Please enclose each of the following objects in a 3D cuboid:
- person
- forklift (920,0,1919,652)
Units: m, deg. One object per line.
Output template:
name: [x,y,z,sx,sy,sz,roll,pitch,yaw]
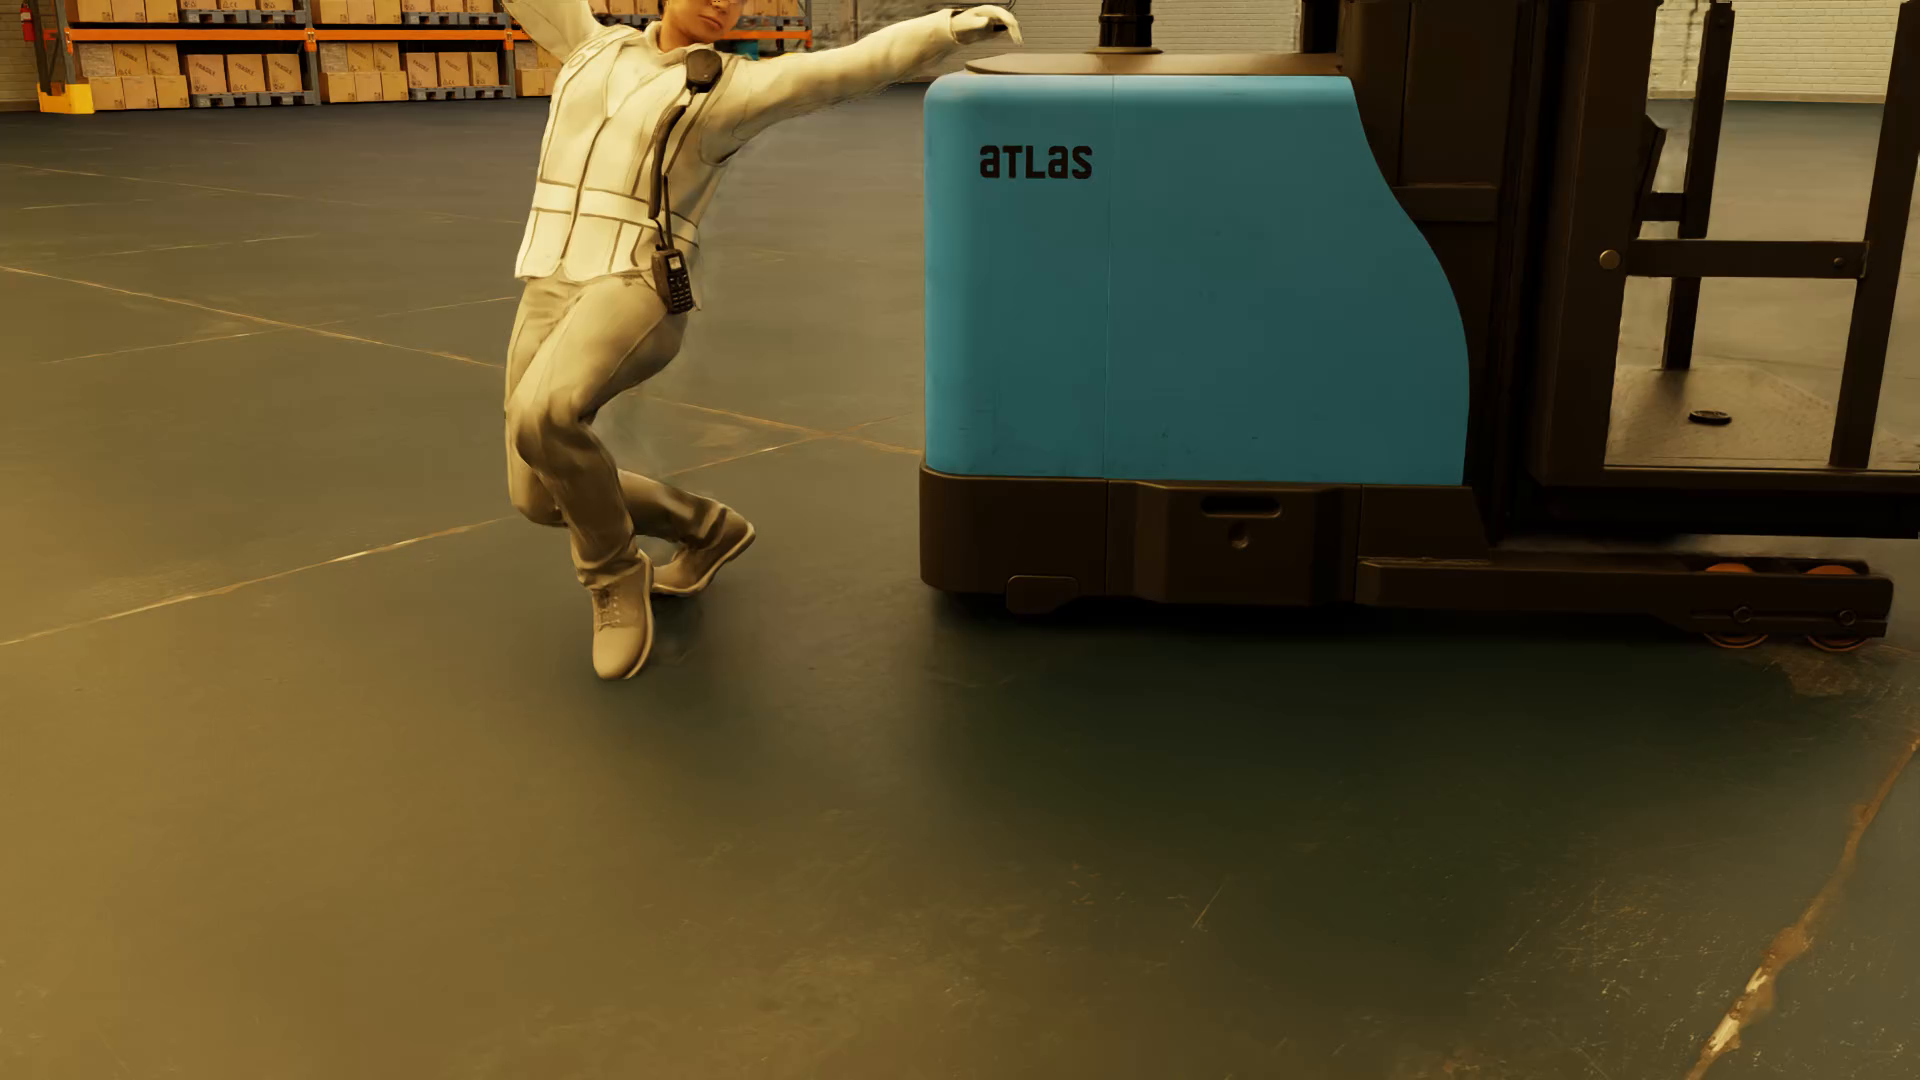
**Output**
person: [-0.455,-0.498,3.054,1.015,1.522,0.826,10,20,30]
forklift: [1.463,-1.346,3.330,3.031,2.935,1.130,1,17,4]
